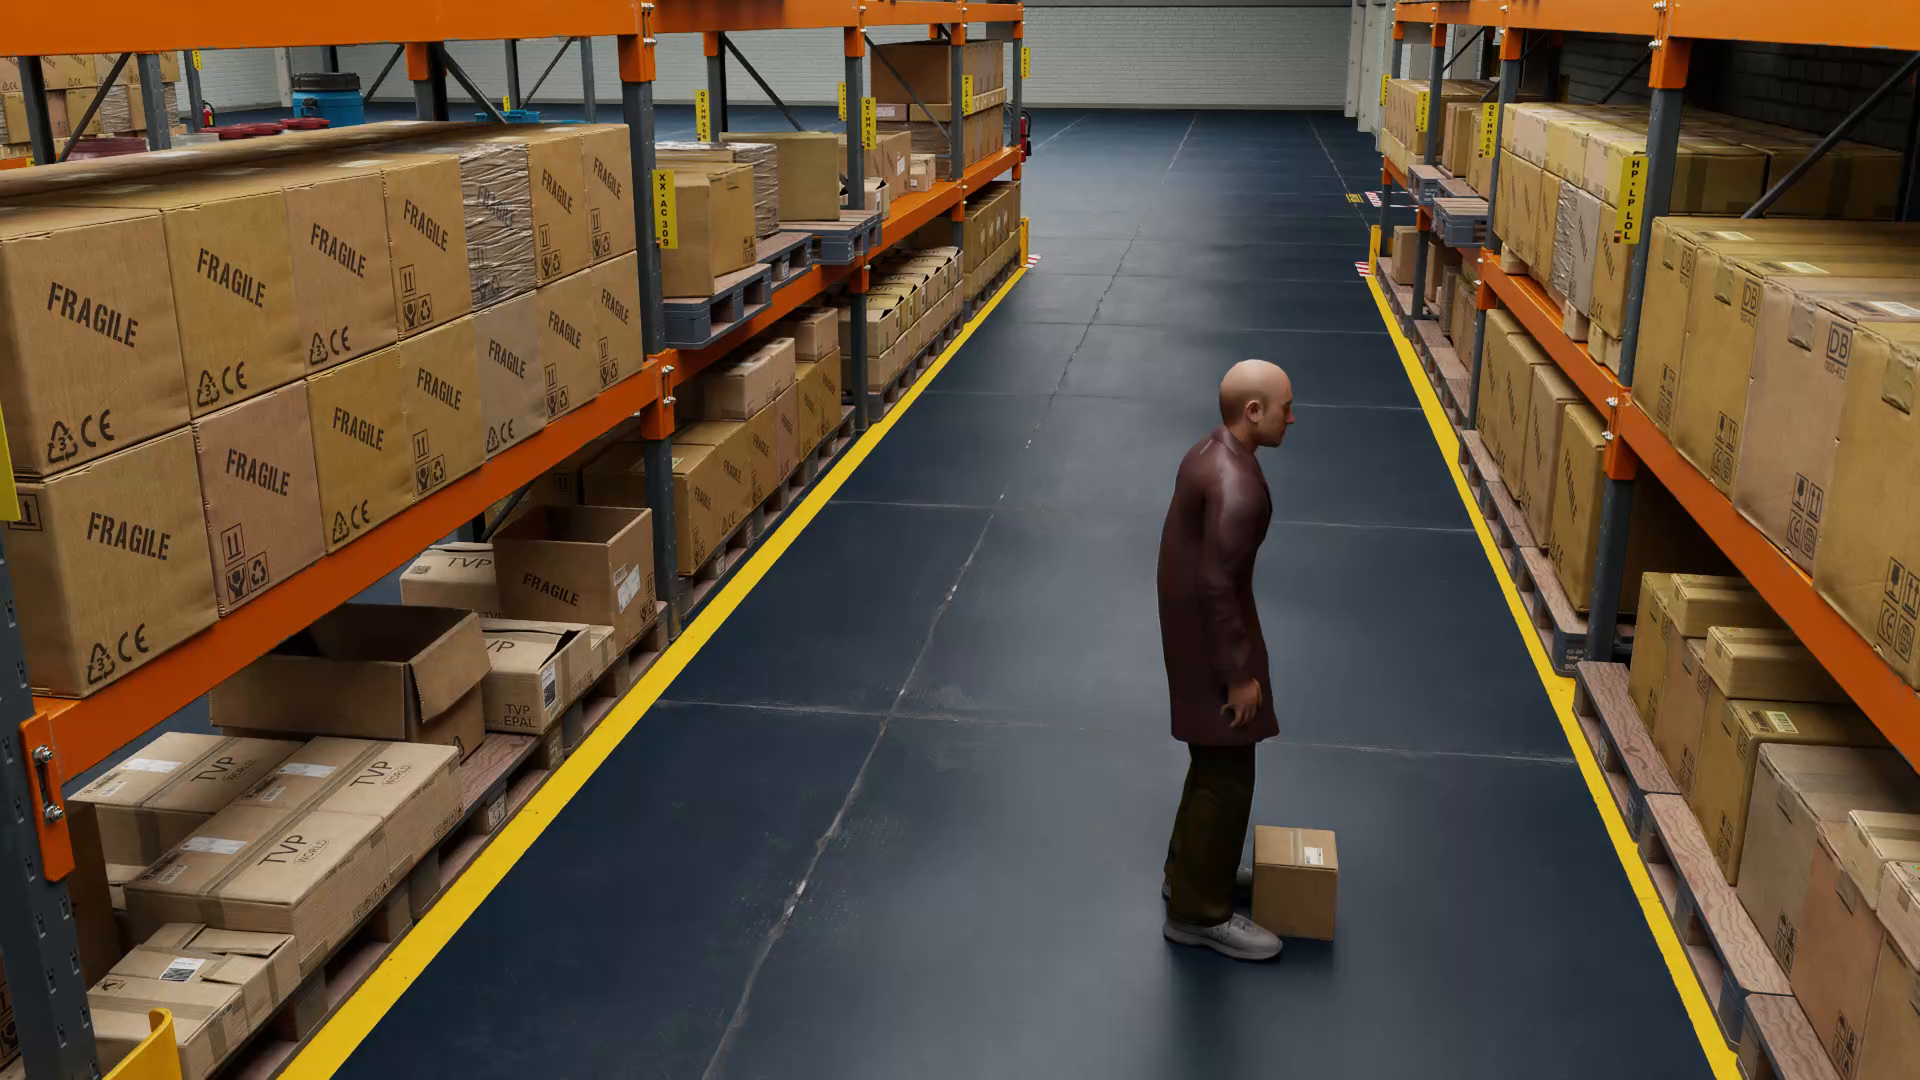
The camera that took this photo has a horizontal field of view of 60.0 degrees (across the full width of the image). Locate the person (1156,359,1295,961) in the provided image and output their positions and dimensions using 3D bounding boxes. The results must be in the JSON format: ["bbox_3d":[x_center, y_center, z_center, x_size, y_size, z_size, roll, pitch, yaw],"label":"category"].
[{"bbox_3d":[0.802,0.333,5.028,0.429,1.772,0.649,2,18,5],"label":"person"}]
